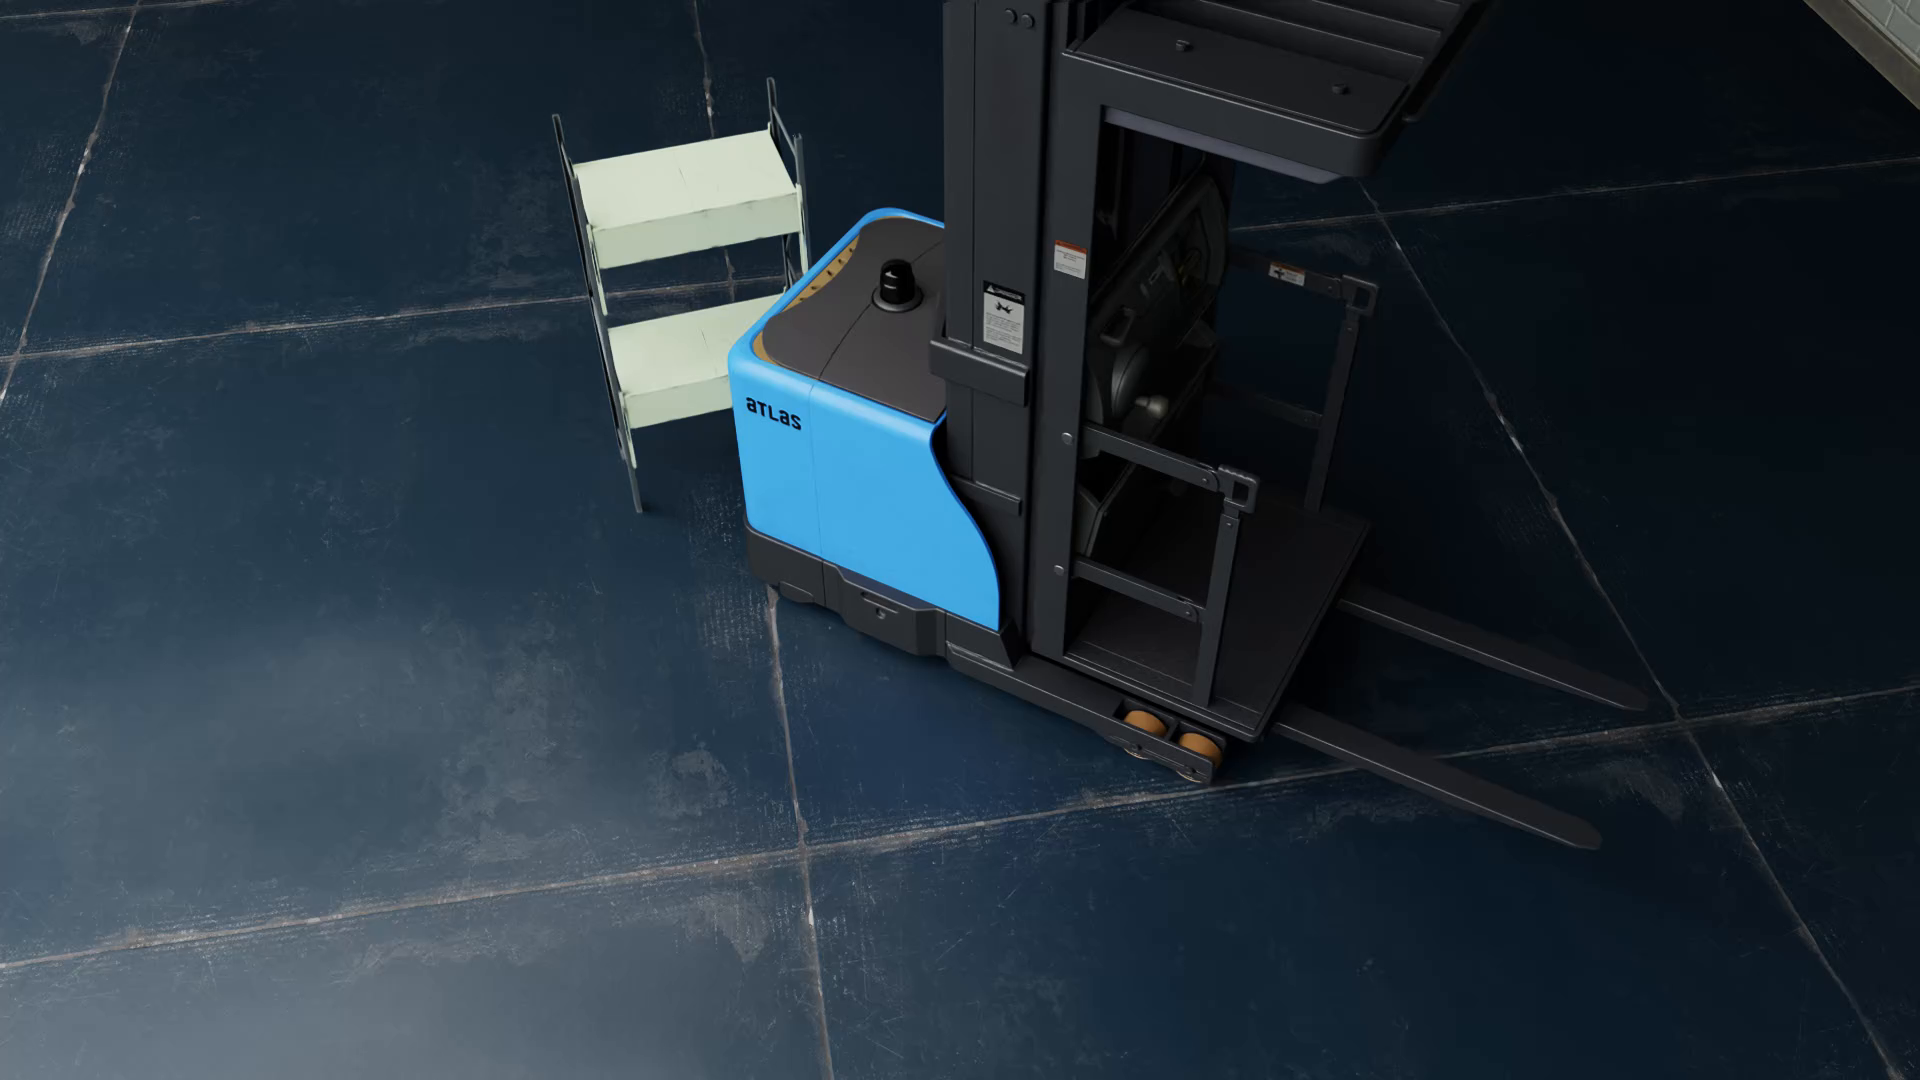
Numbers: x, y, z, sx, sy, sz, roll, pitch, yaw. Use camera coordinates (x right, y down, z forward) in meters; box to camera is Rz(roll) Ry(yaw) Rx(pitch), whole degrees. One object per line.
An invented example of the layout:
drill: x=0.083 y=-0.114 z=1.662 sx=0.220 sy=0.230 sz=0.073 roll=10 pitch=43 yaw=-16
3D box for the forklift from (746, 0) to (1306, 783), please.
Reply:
forklift: x=0.765 y=-0.655 z=4.845 sx=3.031 sy=2.935 sz=1.109 roll=22 pitch=50 yaw=20

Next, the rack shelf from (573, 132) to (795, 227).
rack shelf: x=-0.936 y=-1.206 z=5.643 sx=0.686 sy=0.052 sz=0.368 roll=-14 pitch=48 yaw=-13

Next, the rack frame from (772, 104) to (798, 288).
rack frame: x=-0.589 y=-0.927 z=6.102 sx=0.010 sy=1.308 sz=0.380 roll=-14 pitch=48 yaw=-13

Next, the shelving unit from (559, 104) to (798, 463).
shelving unit: x=-0.936 y=-0.843 z=6.021 sx=0.742 sy=1.308 sz=0.380 roll=-14 pitch=48 yaw=-13

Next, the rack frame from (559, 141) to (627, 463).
rack frame: x=-1.284 y=-0.760 z=5.941 sx=0.010 sy=1.308 sz=0.380 roll=-14 pitch=48 yaw=-13
